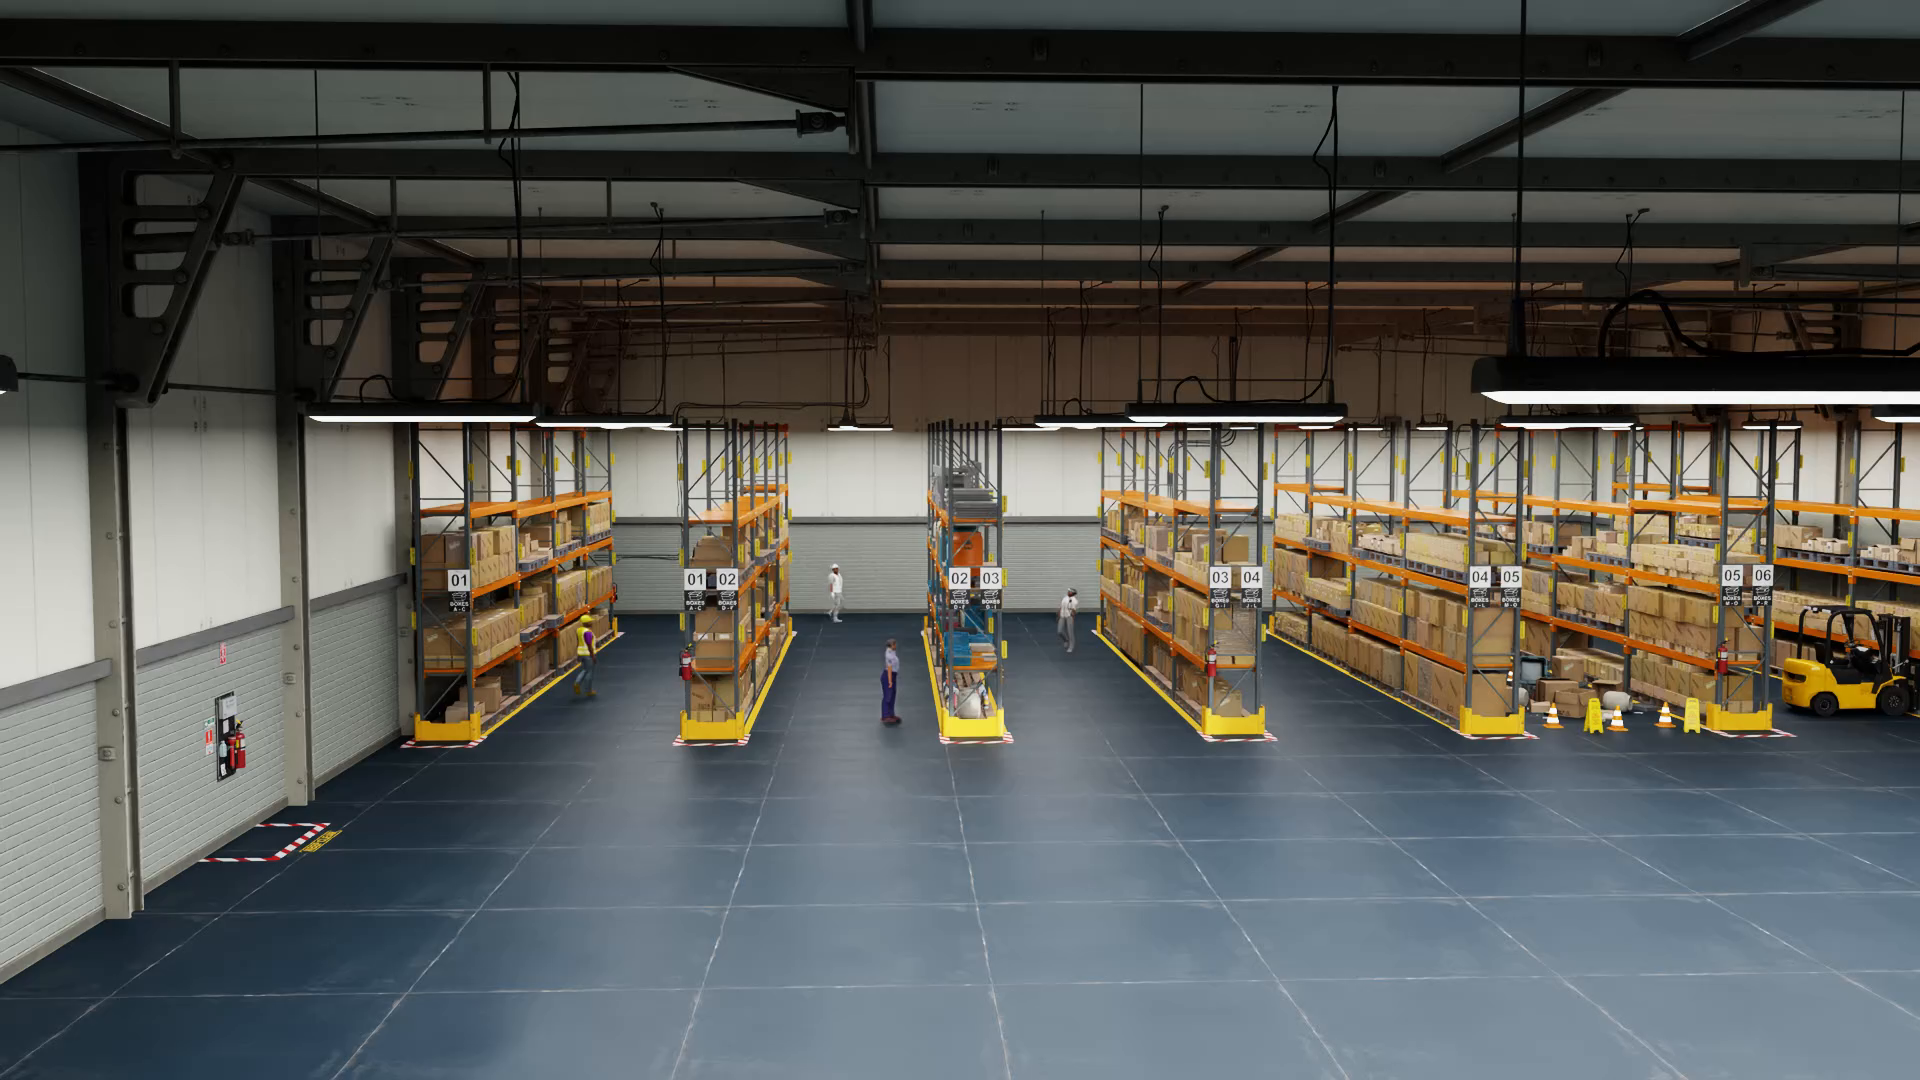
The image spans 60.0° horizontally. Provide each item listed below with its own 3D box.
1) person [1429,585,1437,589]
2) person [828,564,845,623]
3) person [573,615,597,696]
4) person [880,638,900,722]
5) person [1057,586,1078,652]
[{"bbox_3d":[14.053,1.728,49.136,0.503,1.666,0.475,0,4,2],"label":"person"},{"bbox_3d":[-3.748,1.607,50.169,0.513,1.772,0.627,0,4,3],"label":"person"},{"bbox_3d":[-8.163,2.508,36.212,0.574,1.760,0.543,3,4,35],"label":"person"},{"bbox_3d":[-1.388,2.776,33.097,0.397,1.666,0.495,0,4,-2],"label":"person"},{"bbox_3d":[2.761,2.021,42.927,0.557,1.678,0.486,3,5,41],"label":"person"}]
